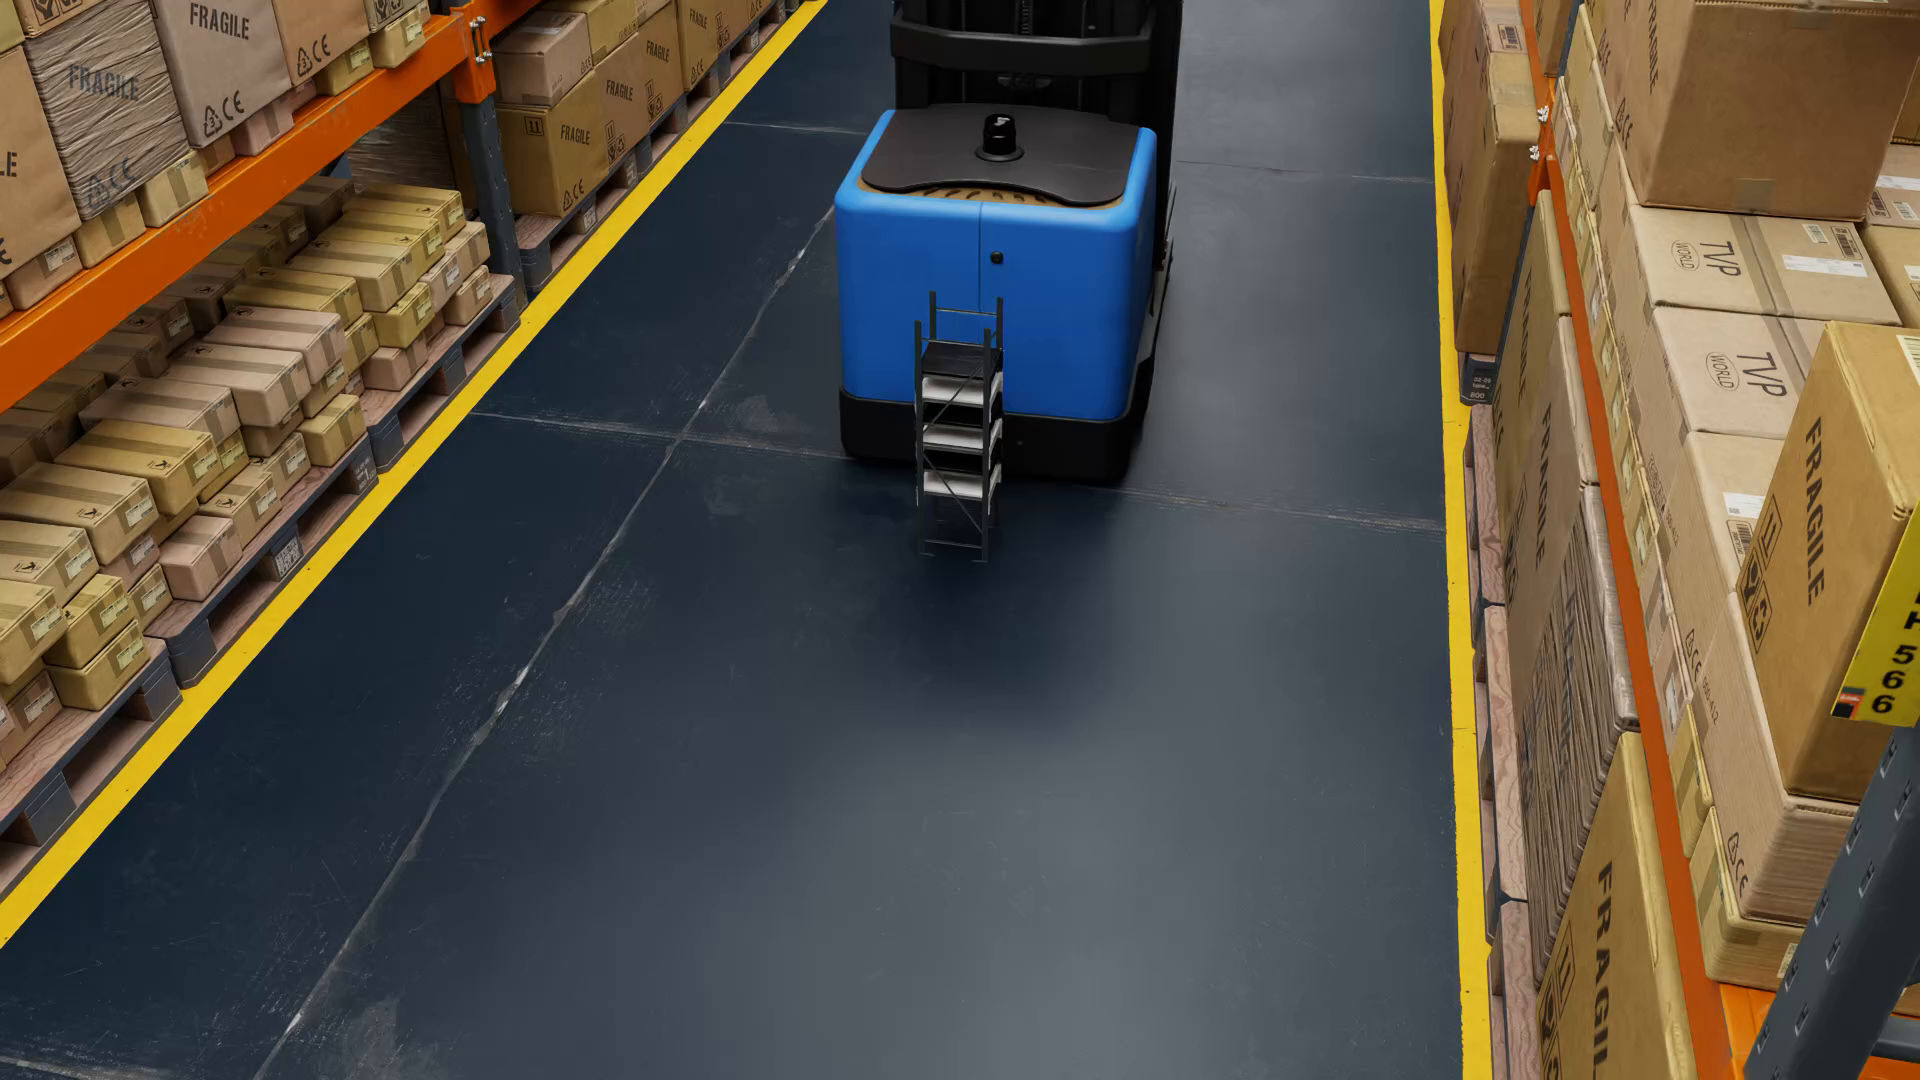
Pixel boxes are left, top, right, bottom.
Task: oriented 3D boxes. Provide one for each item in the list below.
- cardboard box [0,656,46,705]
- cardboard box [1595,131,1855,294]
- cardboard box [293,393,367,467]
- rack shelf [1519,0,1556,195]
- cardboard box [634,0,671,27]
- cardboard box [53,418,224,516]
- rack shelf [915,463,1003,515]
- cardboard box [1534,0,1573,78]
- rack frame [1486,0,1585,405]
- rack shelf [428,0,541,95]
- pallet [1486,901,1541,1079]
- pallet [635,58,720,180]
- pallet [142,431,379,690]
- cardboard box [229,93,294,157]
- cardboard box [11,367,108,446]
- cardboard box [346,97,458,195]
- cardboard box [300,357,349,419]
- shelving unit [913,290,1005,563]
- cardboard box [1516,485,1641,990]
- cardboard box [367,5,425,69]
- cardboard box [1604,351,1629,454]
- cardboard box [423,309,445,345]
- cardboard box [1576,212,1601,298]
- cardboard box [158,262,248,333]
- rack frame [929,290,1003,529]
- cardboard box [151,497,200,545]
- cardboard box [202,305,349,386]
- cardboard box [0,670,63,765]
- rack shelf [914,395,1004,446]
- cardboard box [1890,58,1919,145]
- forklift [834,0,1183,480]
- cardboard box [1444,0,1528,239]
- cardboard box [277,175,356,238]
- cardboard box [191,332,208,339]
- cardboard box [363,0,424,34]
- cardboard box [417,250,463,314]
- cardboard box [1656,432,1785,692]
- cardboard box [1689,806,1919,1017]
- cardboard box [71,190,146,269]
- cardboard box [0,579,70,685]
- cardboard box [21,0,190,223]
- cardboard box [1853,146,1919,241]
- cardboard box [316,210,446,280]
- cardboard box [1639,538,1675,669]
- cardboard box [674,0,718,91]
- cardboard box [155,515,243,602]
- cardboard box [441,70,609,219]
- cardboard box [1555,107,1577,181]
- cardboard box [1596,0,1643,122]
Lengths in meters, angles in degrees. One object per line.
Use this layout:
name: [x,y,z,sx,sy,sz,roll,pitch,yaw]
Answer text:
cardboard box: [-2.763,0.340,4.542,0.380,0.149,0.250,8,37,11]
cardboard box: [1.900,-0.808,4.184,0.500,0.250,0.500,8,37,11]
cardboard box: [-2.323,-0.402,5.820,0.380,0.149,0.250,7,37,10]
rack shelf: [2.900,-2.423,7.150,1.077,0.370,4.000,7,37,10]
cardboard box: [-1.710,-2.697,8.048,0.500,0.250,0.500,9,37,12]
cardboard box: [-2.500,-0.225,5.069,0.380,0.149,0.250,8,37,11]
rack shelf: [-0.002,-0.187,5.605,0.258,0.077,0.200,7,37,10]
cardboard box: [2.306,-1.910,5.744,0.500,0.500,0.500,7,37,10]
rack frame: [2.473,-1.567,5.357,1.000,3.000,0.127,7,37,10]
rack shelf: [-1.924,-3.102,8.088,1.077,0.370,4.000,7,37,10]
pallet: [1.713,1.387,3.657,1.003,0.211,1.213,7,37,10]
pallet: [-1.928,-2.266,8.697,1.003,0.211,1.213,7,37,10]
pallet: [-2.718,-0.027,5.607,1.003,0.211,1.213,7,37,10]
cardboard box: [-2.355,-1.341,5.258,0.380,0.149,0.250,6,36,8]
cardboard box: [-2.986,-0.439,5.365,0.380,0.149,0.250,7,37,10]
cardboard box: [-2.439,-1.861,7.534,0.500,0.500,0.500,7,36,9]
cardboard box: [-2.378,-0.570,5.799,0.380,0.149,0.250,8,37,11]
shelving unit: [-0.002,-0.360,5.479,0.258,0.900,0.210,7,37,10]
cardboard box: [1.871,0.517,3.933,0.875,0.875,0.875,7,37,10]
cardboard box: [-2.132,-1.791,5.879,0.380,0.149,0.250,6,36,9]
cardboard box: [1.700,-0.294,3.814,0.380,0.149,0.250,8,37,11]
cardboard box: [-2.239,-0.857,6.448,0.380,0.149,0.250,8,37,11]
cardboard box: [1.864,-0.738,4.427,0.380,0.149,0.250,7,36,9]
cardboard box: [-2.783,-0.878,5.970,0.380,0.149,0.250,6,36,9]
rack frame: [0.020,-0.418,5.560,0.240,0.900,0.006,7,37,10]
cardboard box: [-2.621,-0.118,5.174,0.380,0.149,0.250,9,37,12]
cardboard box: [-2.334,-0.666,5.678,0.380,0.149,0.250,6,36,8]
cardboard box: [-2.758,0.467,4.622,0.380,0.149,0.250,8,37,10]
rack shelf: [-0.002,-0.406,5.446,0.258,0.077,0.200,7,37,10]
cardboard box: [2.525,-1.347,4.288,0.500,0.500,0.500,8,37,10]
forklift: [0.335,-2.262,6.373,1.130,2.935,3.031,6,36,8]
cardboard box: [2.780,-1.759,7.074,1.225,0.875,0.875,6,36,8]
cardboard box: [-2.627,-1.332,6.597,0.380,0.149,0.250,9,37,12]
cardboard box: [-2.785,-0.761,6.061,0.380,0.149,0.250,6,36,8]
cardboard box: [-2.178,-2.095,5.746,0.500,0.500,0.500,7,37,10]
cardboard box: [-2.153,-1.006,6.400,0.380,0.149,0.250,6,36,8]
cardboard box: [1.572,0.064,2.980,0.500,0.250,0.500,7,36,9]
cardboard box: [1.373,0.582,2.605,0.380,0.149,0.250,8,37,11]
cardboard box: [-2.533,-0.898,4.646,0.380,0.149,0.250,9,37,12]
cardboard box: [-2.641,0.230,4.441,0.380,0.149,0.250,7,37,10]
cardboard box: [-2.530,-1.220,4.538,0.500,0.500,0.500,6,36,9]
cardboard box: [2.418,-0.752,4.105,0.500,0.250,0.500,8,37,11]
cardboard box: [-2.189,-1.116,6.298,0.380,0.149,0.250,8,37,11]
cardboard box: [1.536,0.145,3.207,0.380,0.149,0.250,8,37,11]
cardboard box: [-1.593,-2.686,8.672,0.500,0.500,0.500,6,36,8]
cardboard box: [-2.497,0.044,5.205,0.380,0.149,0.250,6,36,8]
cardboard box: [-1.934,-1.795,7.443,0.500,0.500,0.500,9,37,12]
cardboard box: [2.029,-1.187,5.046,0.380,0.149,0.250,6,36,8]
cardboard box: [2.008,-1.407,4.370,0.500,0.500,0.500,7,37,10]
